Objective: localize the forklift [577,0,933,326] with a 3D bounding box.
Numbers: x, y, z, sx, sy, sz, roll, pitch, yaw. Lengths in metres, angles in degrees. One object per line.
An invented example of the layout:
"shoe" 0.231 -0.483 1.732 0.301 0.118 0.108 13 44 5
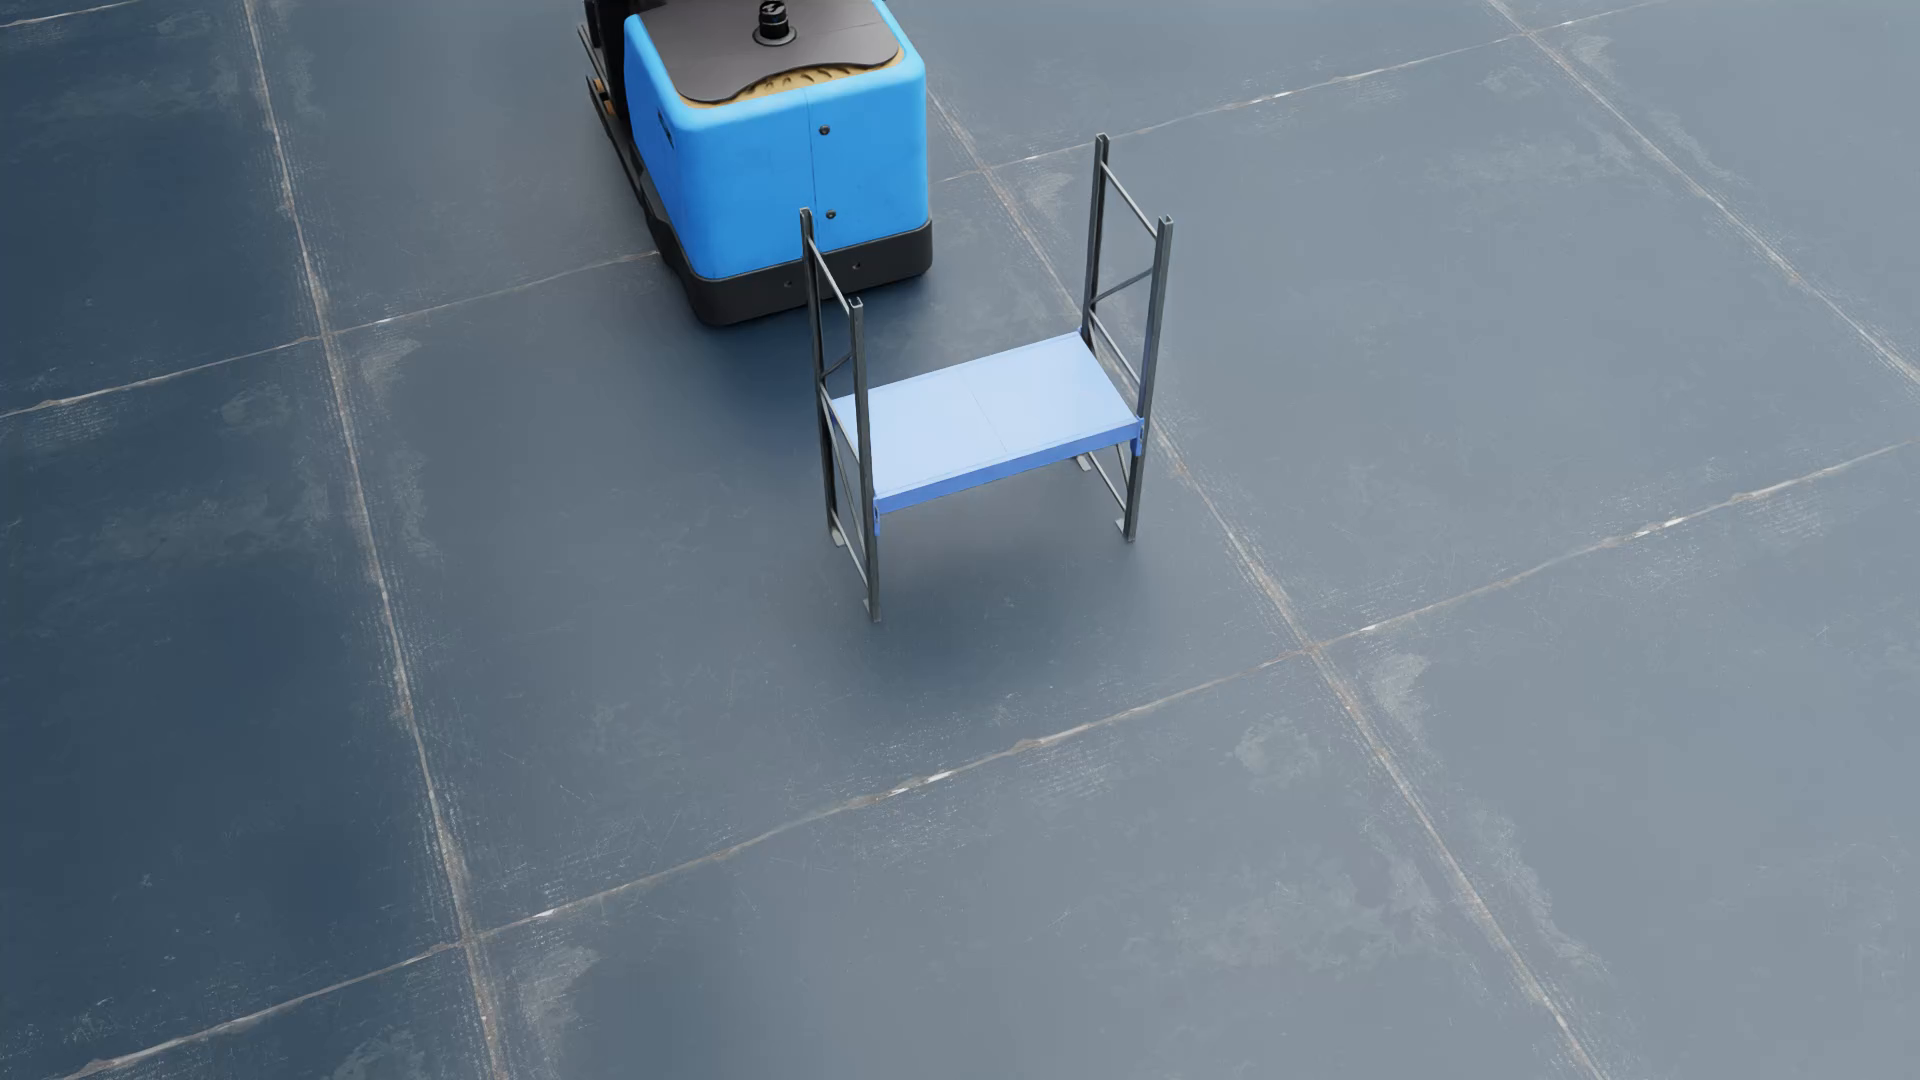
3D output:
"forklift" -1.139 -2.989 6.885 1.130 2.935 3.031 -17 51 -14

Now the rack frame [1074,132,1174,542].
"rack frame" 0.550 -0.659 5.827 0.032 1.500 0.500 -17 52 -14

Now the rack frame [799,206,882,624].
"rack frame" -0.392 -0.367 5.577 0.032 1.500 0.500 -17 52 -14

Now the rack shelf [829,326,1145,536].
"rack shelf" 0.079 -0.396 5.839 1.000 0.185 0.538 -17 52 -14

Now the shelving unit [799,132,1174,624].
"shelving unit" 0.079 -0.513 5.702 1.048 1.500 0.538 -17 52 -14
